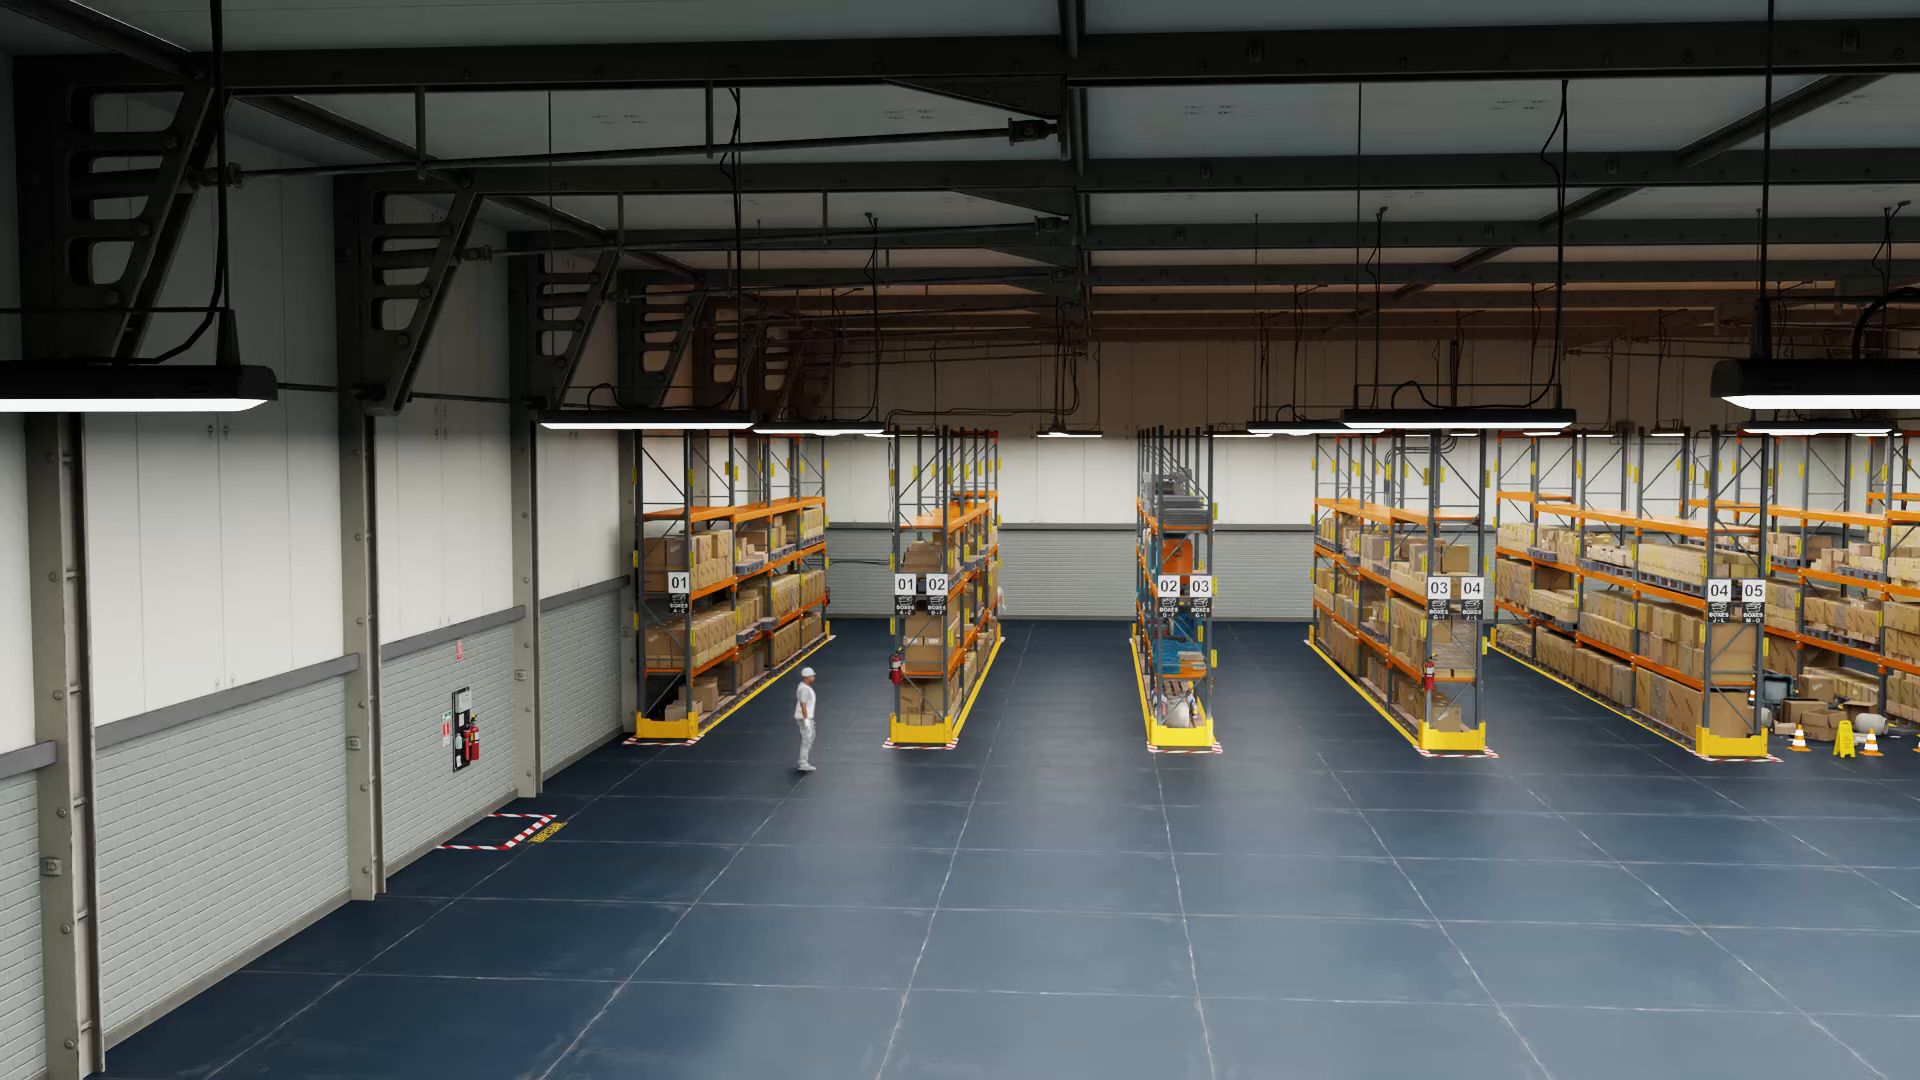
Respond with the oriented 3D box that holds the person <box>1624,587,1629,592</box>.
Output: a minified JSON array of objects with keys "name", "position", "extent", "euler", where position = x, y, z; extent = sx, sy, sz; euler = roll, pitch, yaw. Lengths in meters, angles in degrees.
[{"name":"person","position":[17.930,2.127,45.037],"extent":[0.762,1.721,1.102],"euler":[-2,4,-31]}]

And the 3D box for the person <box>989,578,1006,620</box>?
[{"name":"person","position":[0.992,1.934,48.371],"extent":[0.646,1.754,0.899],"euler":[-2,4,-26]}]

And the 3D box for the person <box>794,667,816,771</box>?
[{"name":"person","position":[-2.682,3.129,28.916],"extent":[0.401,1.839,0.659],"euler":[0,3,-3]}]
